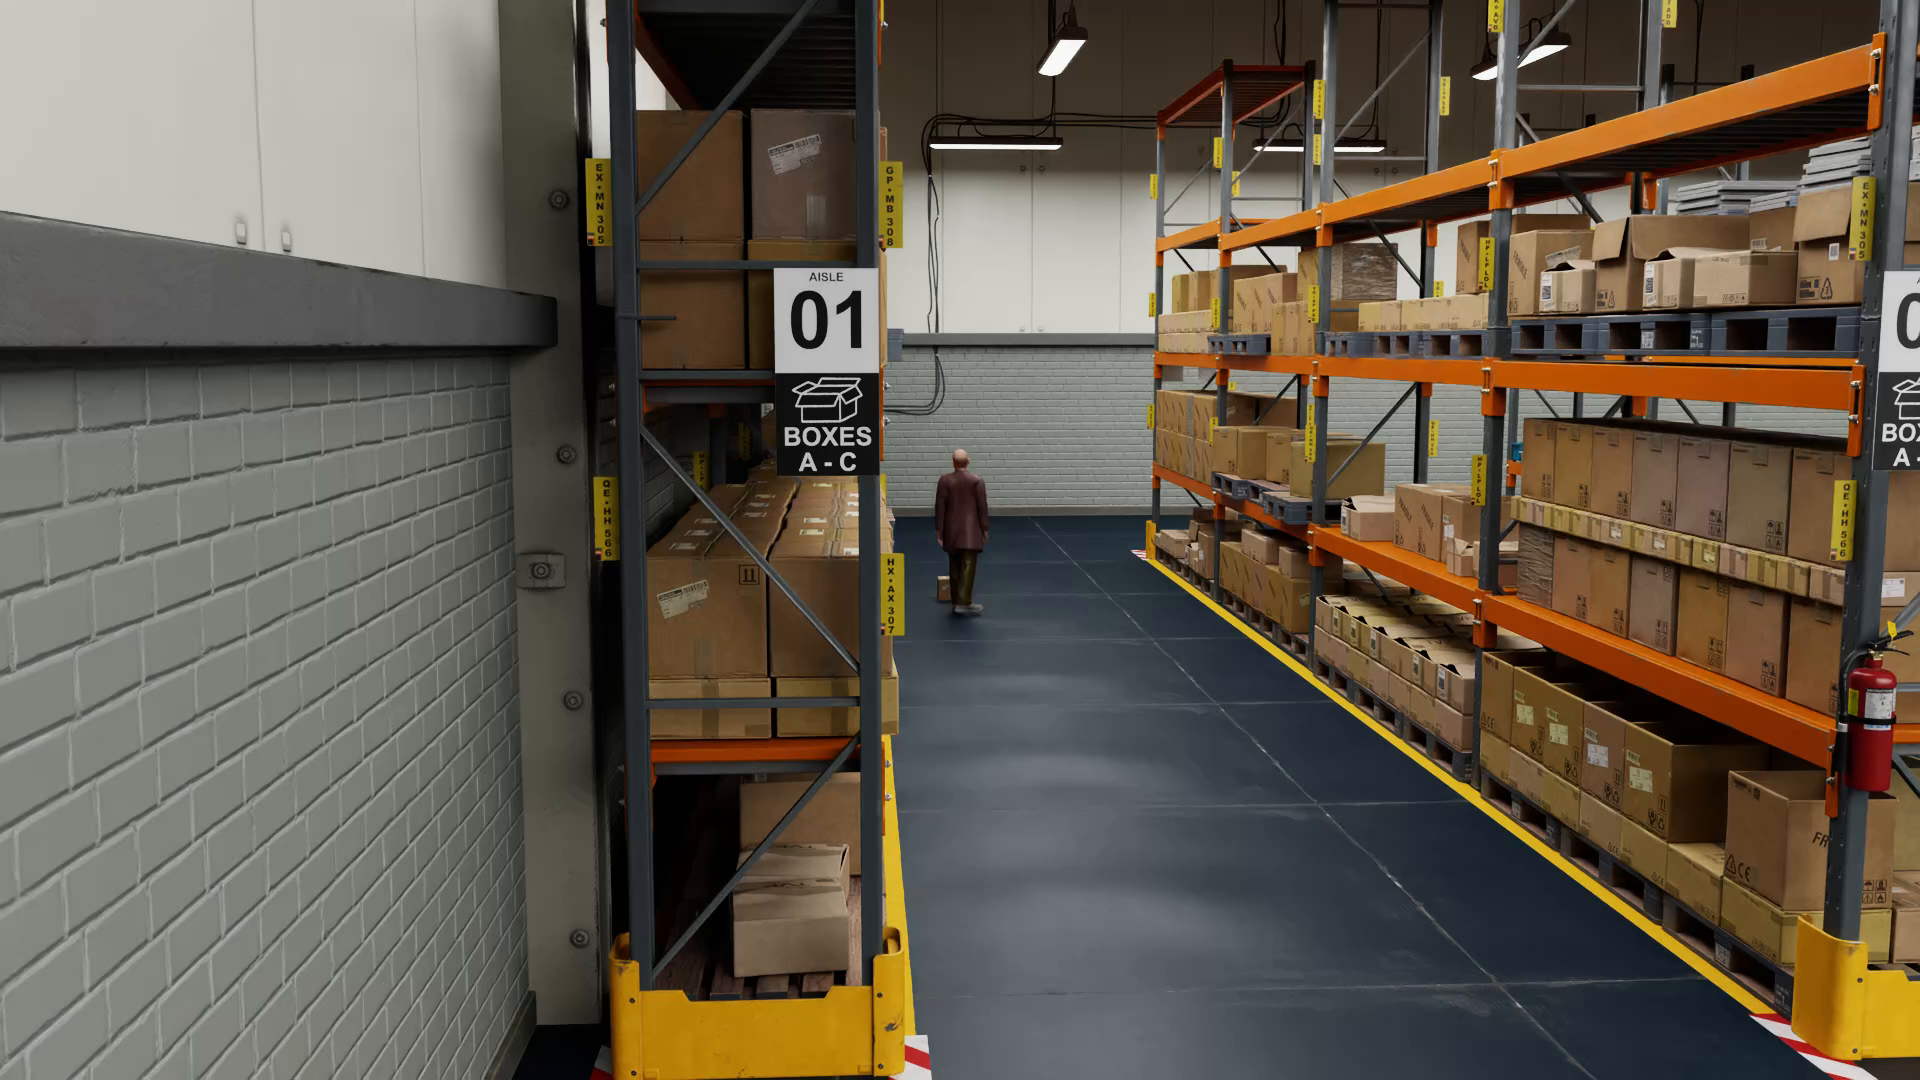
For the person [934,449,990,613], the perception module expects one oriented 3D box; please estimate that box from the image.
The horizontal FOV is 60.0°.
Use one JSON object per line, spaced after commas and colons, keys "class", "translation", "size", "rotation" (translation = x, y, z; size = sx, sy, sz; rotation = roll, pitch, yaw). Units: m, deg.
{"class": "person", "translation": [0.023, -0.095, 18.073], "size": [0.608, 1.777, 0.681], "rotation": [2, 7, 16]}
